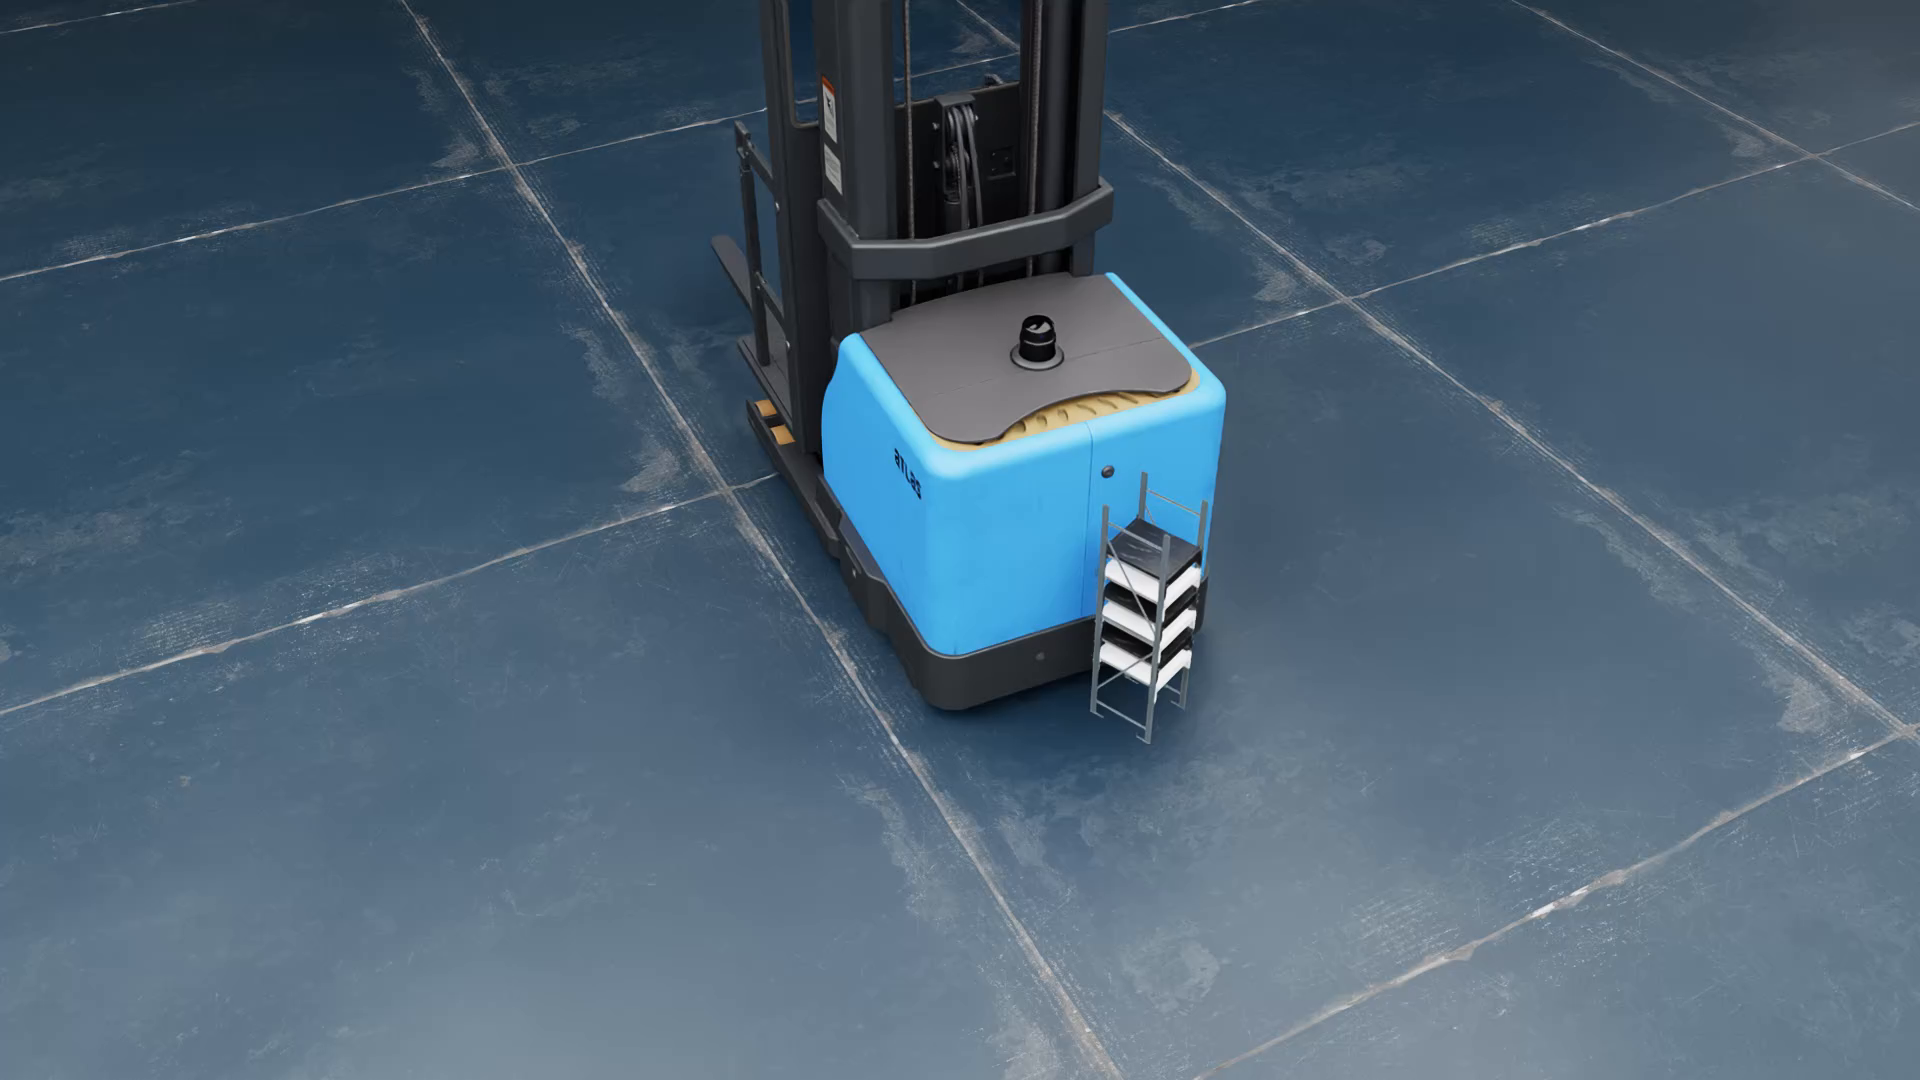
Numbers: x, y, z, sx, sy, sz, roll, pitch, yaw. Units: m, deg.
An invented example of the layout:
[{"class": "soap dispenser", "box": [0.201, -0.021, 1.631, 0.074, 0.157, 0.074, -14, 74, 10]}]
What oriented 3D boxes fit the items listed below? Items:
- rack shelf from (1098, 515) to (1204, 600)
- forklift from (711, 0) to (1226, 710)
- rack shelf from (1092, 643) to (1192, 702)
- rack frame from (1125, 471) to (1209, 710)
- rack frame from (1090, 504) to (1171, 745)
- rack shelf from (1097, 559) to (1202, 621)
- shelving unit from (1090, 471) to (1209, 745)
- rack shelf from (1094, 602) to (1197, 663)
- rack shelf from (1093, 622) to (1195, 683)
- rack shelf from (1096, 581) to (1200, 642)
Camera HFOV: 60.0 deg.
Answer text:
[{"class": "rack shelf", "box": [0.589, 0.051, 5.125, 0.258, 0.077, 0.200, 28, 48, 29]}, {"class": "forklift", "box": [-0.209, -1.512, 5.767, 1.130, 2.935, 3.031, -16, 43, -18]}, {"class": "rack shelf", "box": [0.593, 0.391, 5.419, 0.258, 0.077, 0.200, 28, 48, 29]}, {"class": "rack frame", "box": [0.655, 0.178, 5.339, 0.240, 0.900, 0.006, 28, 48, 29]}, {"class": "rack frame", "box": [0.526, 0.282, 5.221, 0.240, 0.900, 0.006, 28, 48, 29]}, {"class": "rack shelf", "box": [0.589, 0.119, 5.184, 0.258, 0.077, 0.200, 28, 48, 29]}, {"class": "shelving unit", "box": [0.591, 0.230, 5.280, 0.258, 0.900, 0.210, 28, 48, 29]}, {"class": "rack shelf", "box": [0.591, 0.255, 5.302, 0.258, 0.077, 0.200, 28, 48, 29]}, {"class": "rack shelf", "box": [0.592, 0.323, 5.360, 0.258, 0.077, 0.200, 28, 48, 29]}, {"class": "rack shelf", "box": [0.590, 0.187, 5.243, 0.258, 0.077, 0.200, 28, 48, 29]}]
